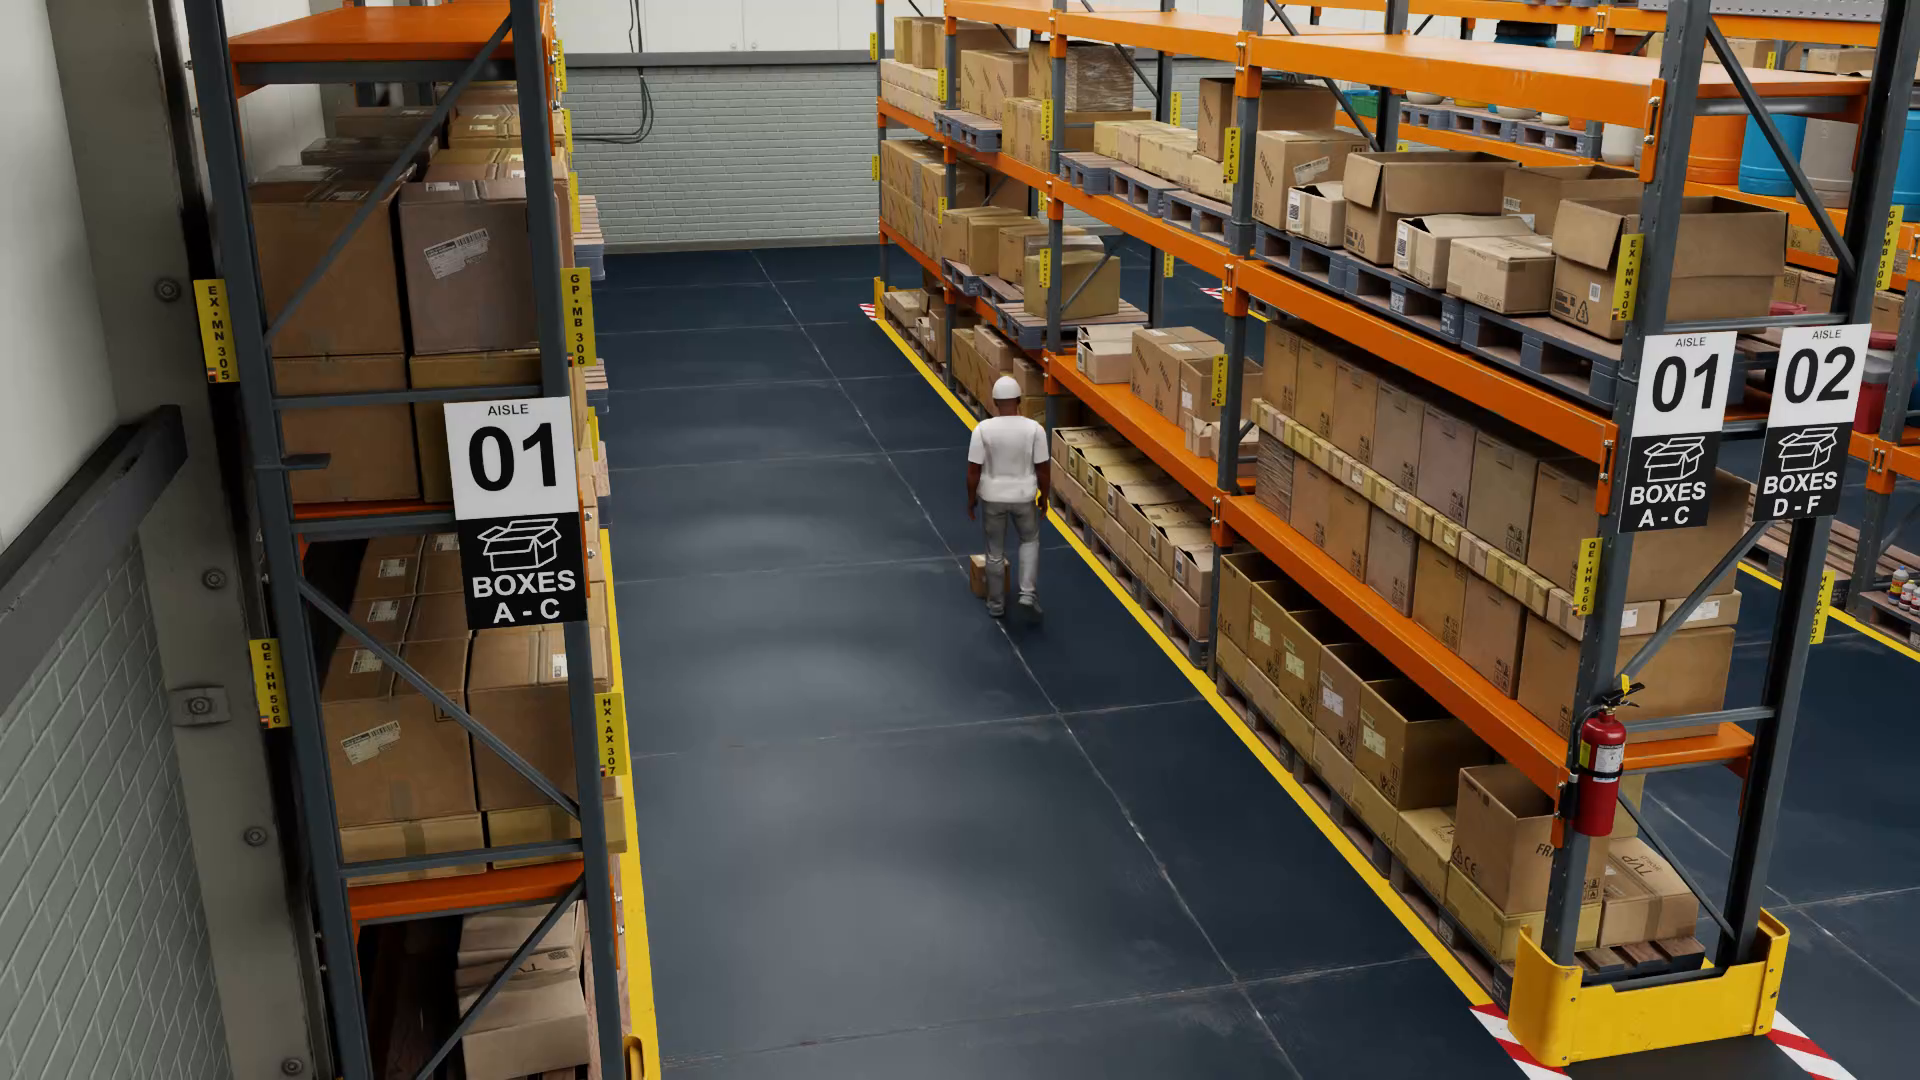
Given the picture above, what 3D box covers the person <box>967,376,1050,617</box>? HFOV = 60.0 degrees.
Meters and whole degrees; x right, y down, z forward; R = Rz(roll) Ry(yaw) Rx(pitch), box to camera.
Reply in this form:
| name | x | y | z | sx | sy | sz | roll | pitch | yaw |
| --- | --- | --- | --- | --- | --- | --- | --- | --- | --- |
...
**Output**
| name | x | y | z | sx | sy | sz | roll | pitch | yaw |
| --- | --- | --- | --- | --- | --- | --- | --- | --- | --- |
| person | 0.340 | -0.292 | 11.813 | 0.583 | 1.766 | 0.500 | -1 | 20 | -2 |
